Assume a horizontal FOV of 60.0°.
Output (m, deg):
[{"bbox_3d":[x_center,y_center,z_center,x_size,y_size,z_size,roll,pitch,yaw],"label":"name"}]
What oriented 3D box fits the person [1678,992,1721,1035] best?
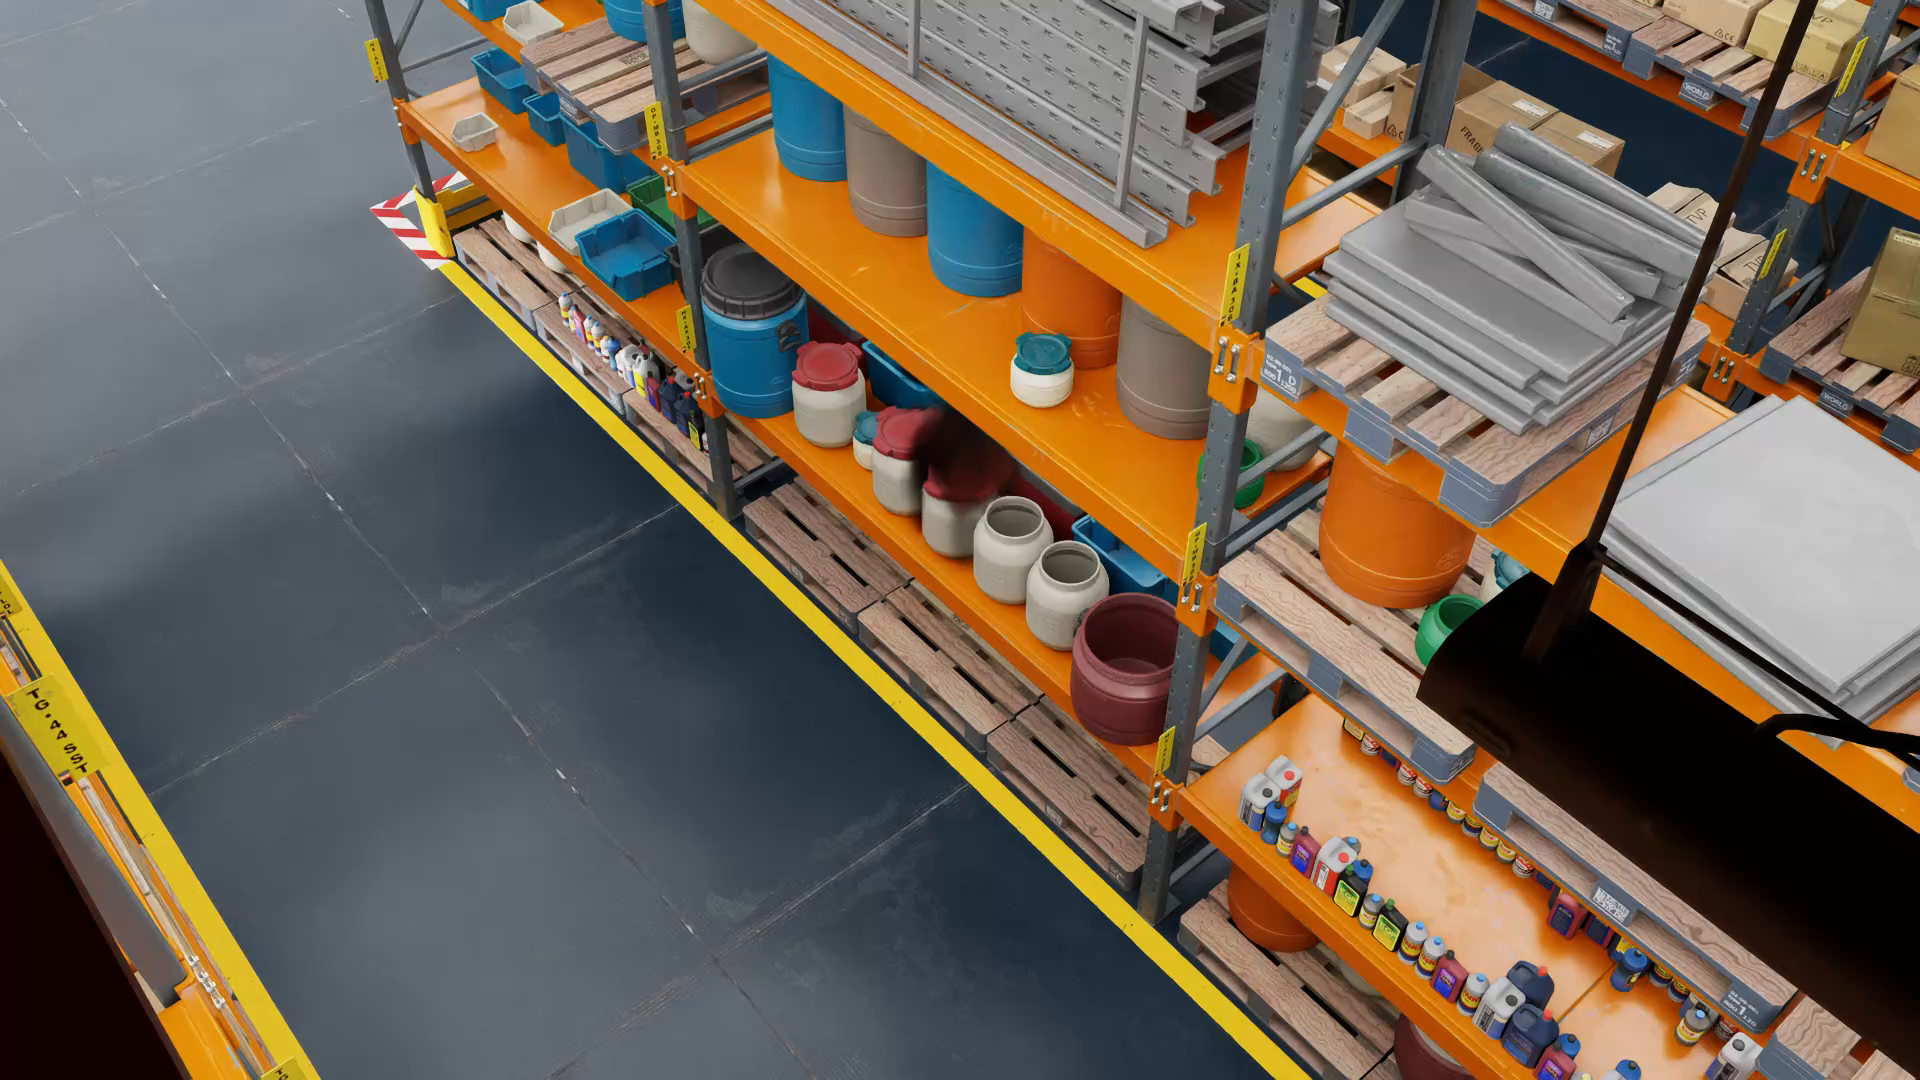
[{"bbox_3d":[4.903,4.833,5.256,6.036,1.689,4.942,18,49,16],"label":"person"}]
